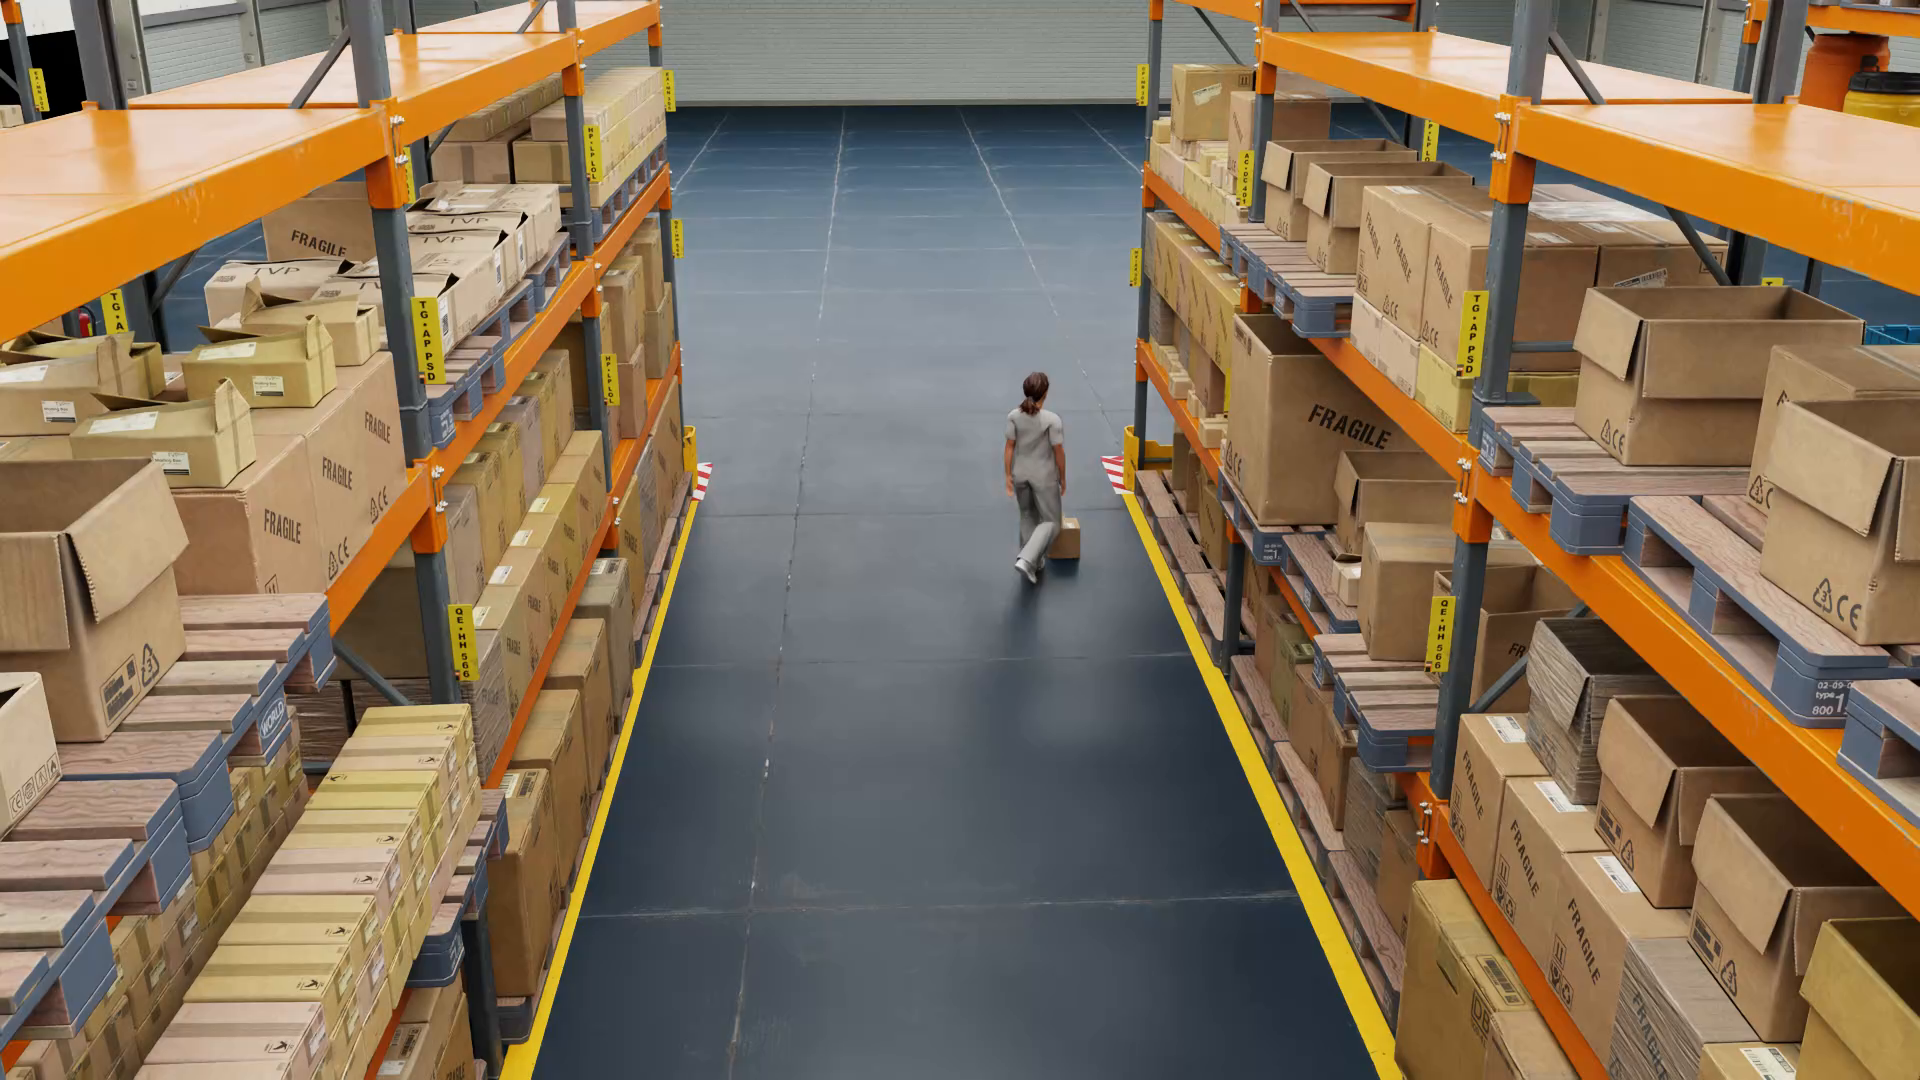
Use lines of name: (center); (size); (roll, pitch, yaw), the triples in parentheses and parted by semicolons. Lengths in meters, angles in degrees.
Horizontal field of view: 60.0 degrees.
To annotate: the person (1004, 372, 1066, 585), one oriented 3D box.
person: (0.552, -0.445, 12.269); (0.457, 1.646, 0.769); (11, 23, 28)
